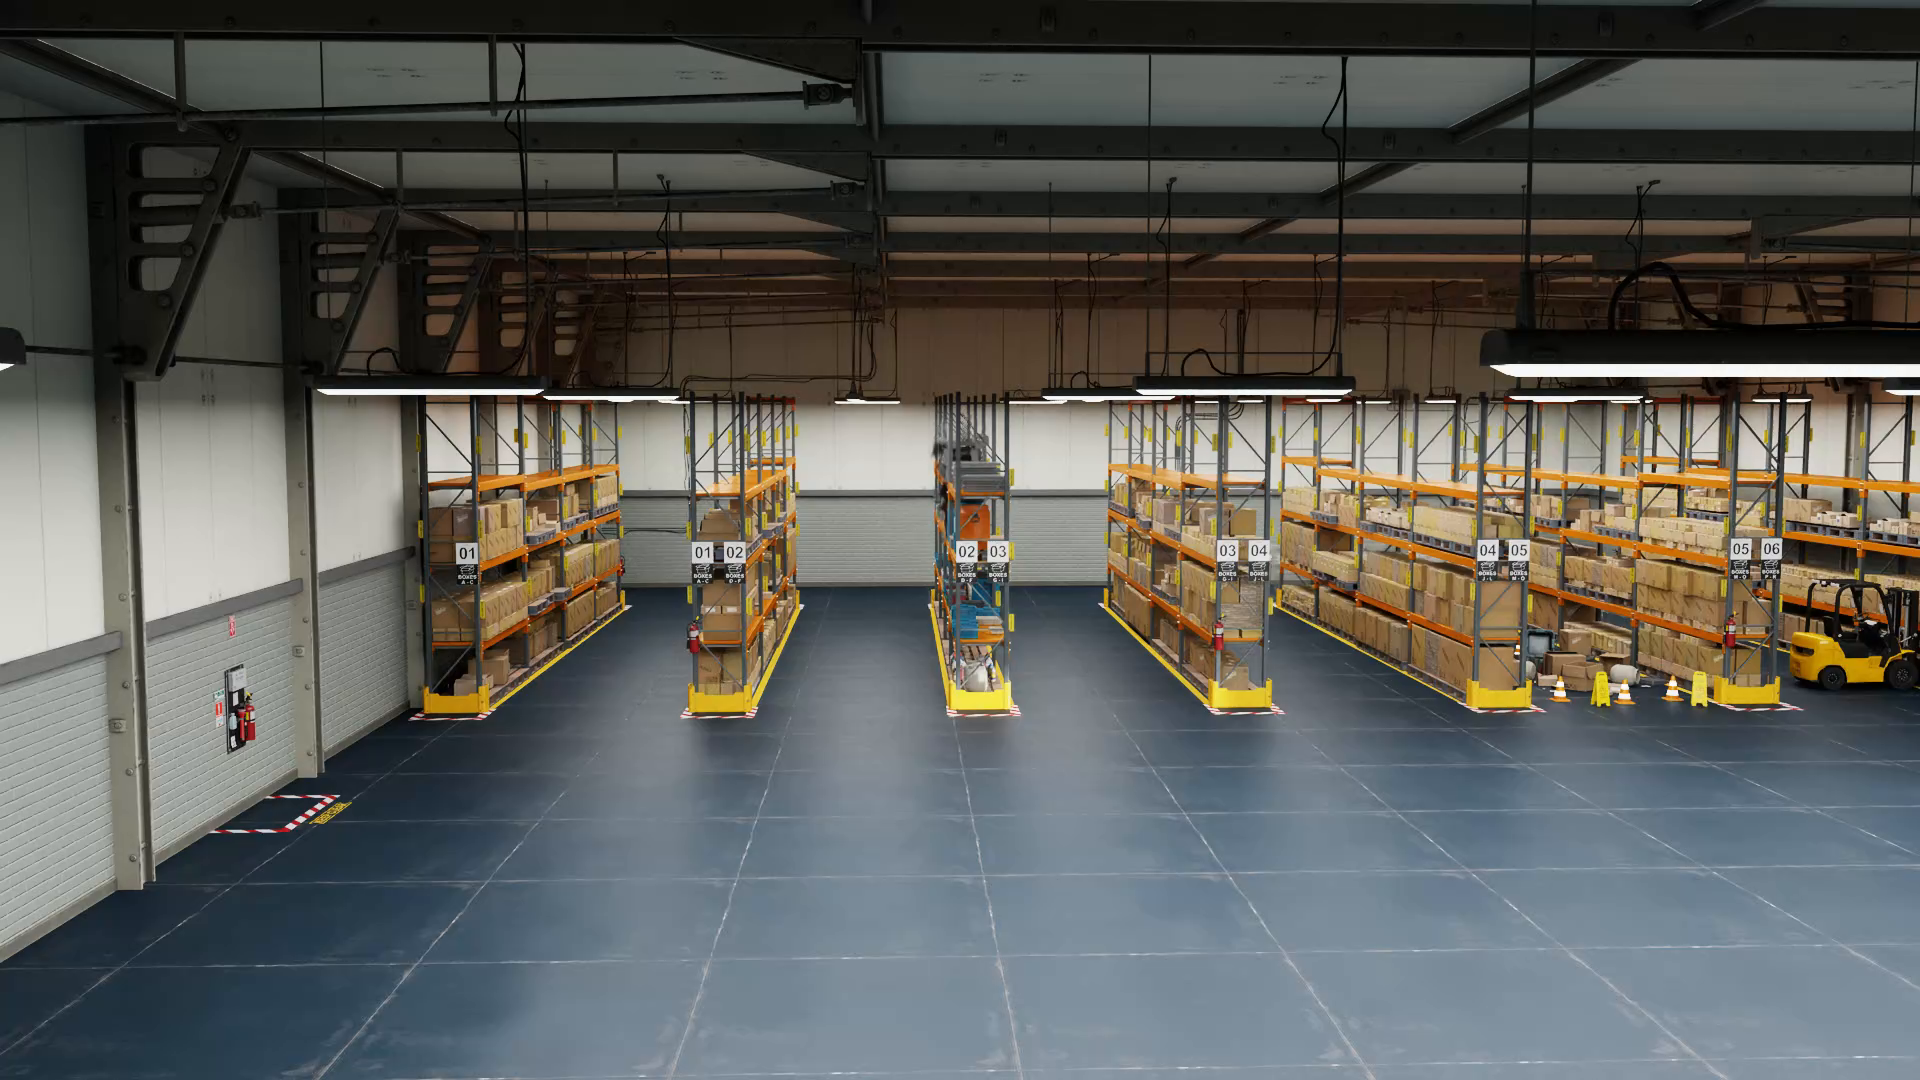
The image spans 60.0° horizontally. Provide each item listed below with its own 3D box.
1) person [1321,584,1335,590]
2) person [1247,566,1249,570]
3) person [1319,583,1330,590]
[{"bbox_3d":[10.957,0.887,49.036,0.655,1.558,0.451,0,5,-1],"label":"person"},{"bbox_3d":[8.465,0.988,48.761,0.605,1.665,0.738,-3,5,-29],"label":"person"},{"bbox_3d":[10.615,1.012,48.963,0.732,1.584,0.520,-4,6,-39],"label":"person"}]
